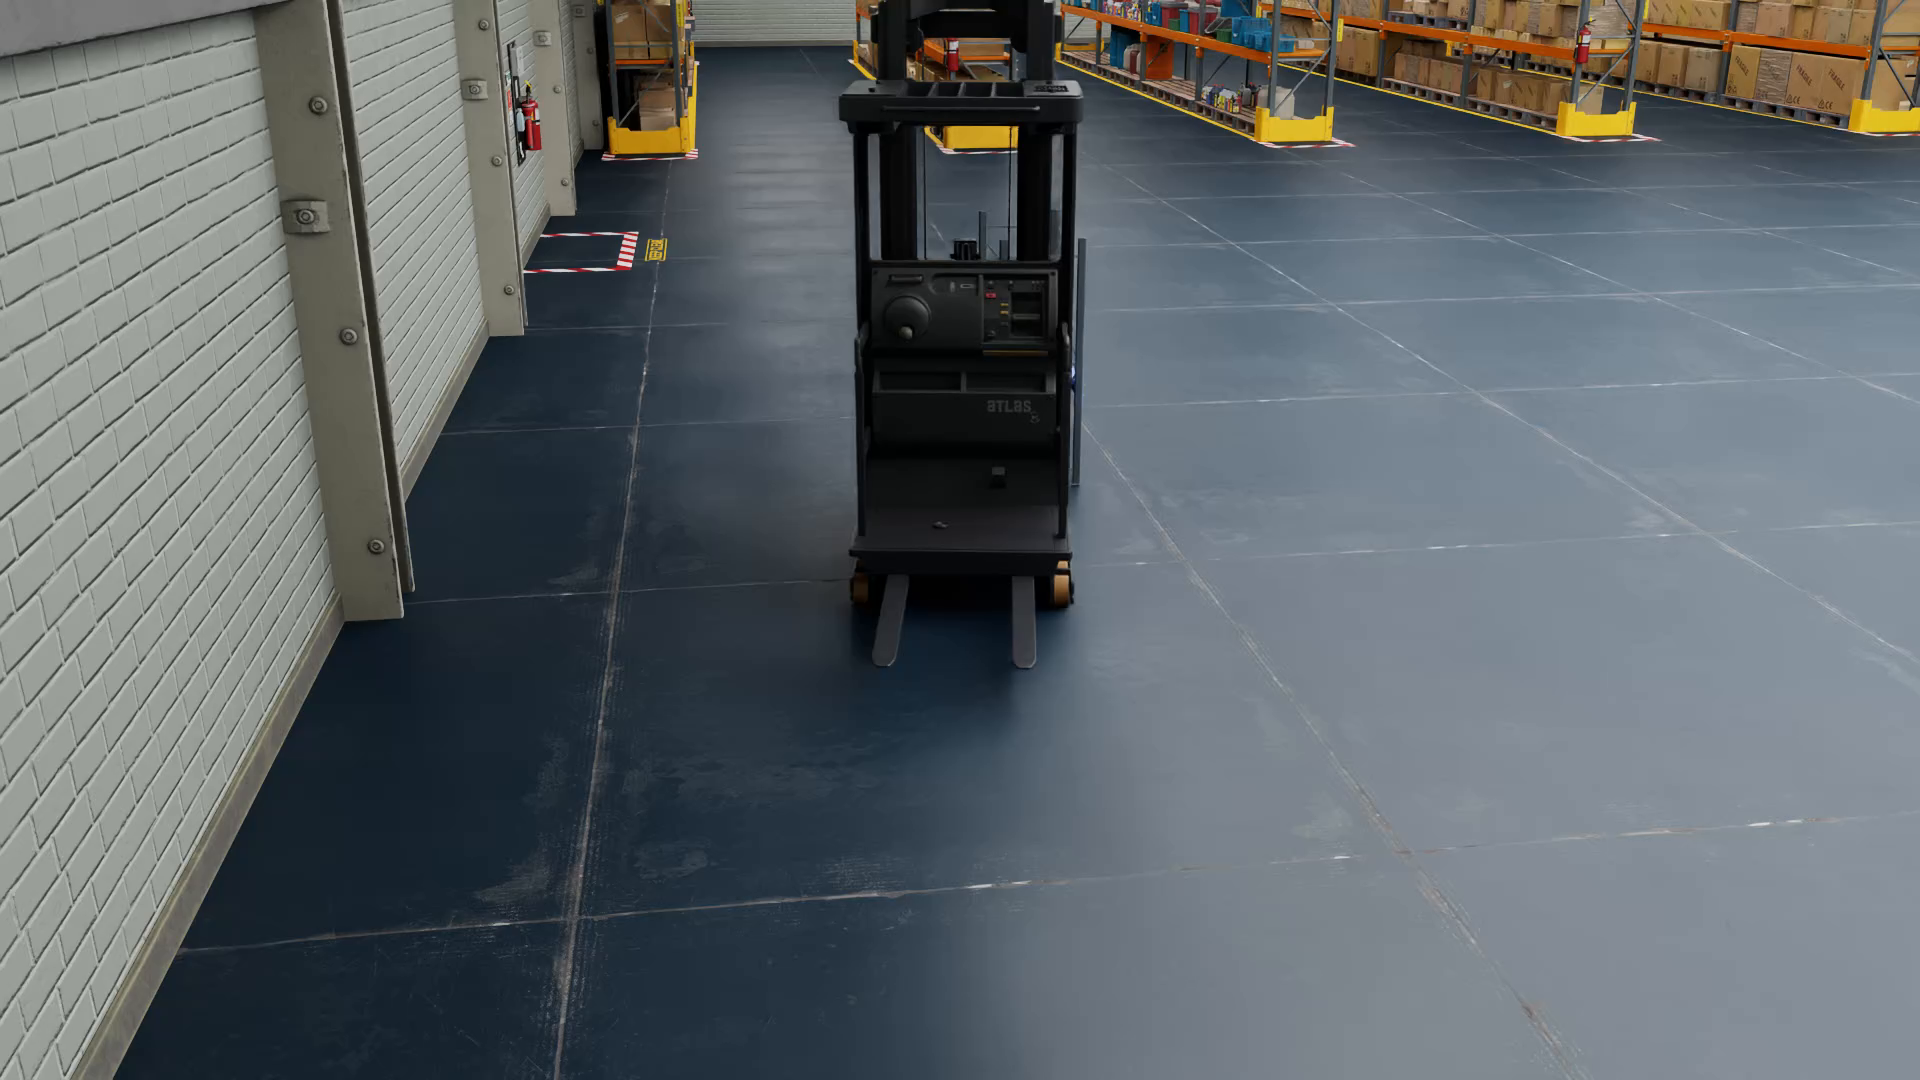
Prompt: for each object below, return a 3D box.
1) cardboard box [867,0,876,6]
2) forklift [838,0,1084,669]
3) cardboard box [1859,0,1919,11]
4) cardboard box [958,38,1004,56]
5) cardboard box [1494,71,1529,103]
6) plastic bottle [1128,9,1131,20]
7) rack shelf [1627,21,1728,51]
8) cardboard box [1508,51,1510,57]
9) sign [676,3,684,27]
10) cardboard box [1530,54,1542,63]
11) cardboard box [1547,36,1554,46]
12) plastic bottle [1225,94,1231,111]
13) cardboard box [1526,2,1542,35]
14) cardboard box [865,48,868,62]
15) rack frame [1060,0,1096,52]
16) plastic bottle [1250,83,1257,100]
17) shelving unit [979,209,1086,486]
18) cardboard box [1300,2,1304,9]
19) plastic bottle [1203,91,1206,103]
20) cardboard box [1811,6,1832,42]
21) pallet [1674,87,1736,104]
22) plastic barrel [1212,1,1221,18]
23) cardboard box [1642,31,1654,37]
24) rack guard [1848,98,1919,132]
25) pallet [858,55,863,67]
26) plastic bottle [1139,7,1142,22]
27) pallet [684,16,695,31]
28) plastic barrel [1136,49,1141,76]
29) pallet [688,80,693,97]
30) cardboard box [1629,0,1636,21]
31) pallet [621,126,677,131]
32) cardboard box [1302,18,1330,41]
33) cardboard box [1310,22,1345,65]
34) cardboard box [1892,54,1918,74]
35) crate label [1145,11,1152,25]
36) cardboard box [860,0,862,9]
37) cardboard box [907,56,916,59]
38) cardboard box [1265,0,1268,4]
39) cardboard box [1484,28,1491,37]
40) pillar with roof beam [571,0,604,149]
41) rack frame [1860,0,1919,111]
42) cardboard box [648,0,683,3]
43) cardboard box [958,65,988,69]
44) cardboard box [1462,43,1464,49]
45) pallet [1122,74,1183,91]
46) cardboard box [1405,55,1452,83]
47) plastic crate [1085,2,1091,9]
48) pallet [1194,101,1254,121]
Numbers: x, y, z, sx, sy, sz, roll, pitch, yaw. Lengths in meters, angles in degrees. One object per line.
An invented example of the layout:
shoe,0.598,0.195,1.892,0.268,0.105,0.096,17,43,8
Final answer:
cardboard box,-1.547,-11.589,35.215,0.700,0.500,0.500,-10,23,-26
forklift,0.017,-1.150,8.105,1.130,2.935,3.031,1,20,2
cardboard box,15.047,-8.786,26.696,0.875,0.550,0.550,-3,21,-8
cardboard box,0.281,-7.575,25.068,0.700,0.500,0.500,-3,21,-8
cardboard box,9.671,-7.937,29.151,0.500,0.500,0.500,4,21,9
plastic bottle,3.489,-10.733,33.950,0.097,0.201,0.097,0,20,0
rack shelf,14.197,-9.820,32.250,1.077,0.370,4.000,-3,21,-8
cardboard box,12.984,-11.308,38.681,0.380,0.149,0.250,-2,21,-6
sign,-4.028,-7.548,23.901,0.100,0.325,0.005,-3,21,-8
cardboard box,13.176,-10.991,37.329,0.500,0.500,0.500,-2,21,-6
cardboard box,9.751,-8.093,26.956,0.380,0.149,0.250,-3,21,-8
plastic bottle,4.510,-7.295,27.726,0.152,0.276,0.135,-3,21,-9
cardboard box,9.867,-8.585,27.346,0.875,0.500,0.500,-3,21,-8
cardboard box,-1.865,-10.910,37.354,0.500,0.311,0.500,-3,21,-8
rack frame,2.932,-13.154,40.149,1.000,3.000,0.127,-3,21,-8
plastic bottle,5.067,-7.690,28.675,0.144,0.351,0.185,-4,21,-10
shelving unit,0.424,-1.206,10.300,0.538,1.500,1.048,-2,21,-6
cardboard box,7.967,-12.169,37.869,0.380,0.149,0.250,-3,21,-9
plastic bottle,4.288,-7.727,28.989,0.097,0.201,0.097,0,20,0
cardboard box,14.907,-8.666,27.916,0.875,0.550,0.550,-3,21,-8
pallet,14.300,-8.422,31.463,1.003,0.211,1.213,-3,21,-8
plastic barrel,4.741,-9.406,29.917,0.433,0.535,0.433,0,20,0
cardboard box,17.834,-12.677,41.932,0.875,0.438,0.875,-4,21,-10
rack guard,15.066,-6.900,26.977,1.175,0.500,0.348,-3,21,-8
pallet,-1.844,-11.297,39.162,1.003,0.211,1.213,-3,21,-8
plastic bottle,3.605,-10.448,33.071,0.061,0.283,0.133,-3,21,-8
pallet,-5.510,-9.554,30.782,1.213,0.211,1.003,-3,21,-8
plastic barrel,3.828,-9.775,34.057,0.421,0.512,0.421,0,20,0
pallet,-5.758,-8.855,32.624,1.003,0.211,1.213,-3,21,-8
cardboard box,13.707,-10.727,33.508,0.500,0.500,0.500,-3,21,-7
pallet,-4.658,-6.118,25.295,1.003,0.211,1.213,-3,21,-8
cardboard box,8.394,-11.453,38.031,0.875,0.875,0.875,-3,21,-8
cardboard box,8.522,-11.000,36.817,1.225,0.875,0.875,-3,21,-8
cardboard box,17.612,-8.833,31.068,0.500,0.500,0.500,-3,21,-8
crate label,3.775,-10.141,32.321,0.303,0.233,0.416,-3,21,-8
cardboard box,-2.018,-12.433,38.076,0.500,0.500,0.500,-3,21,-8
cardboard box,-1.032,-9.111,31.852,0.500,0.311,0.500,-2,21,-6
cardboard box,7.596,-13.058,40.250,0.380,0.149,0.250,-3,21,-9
cardboard box,9.383,-8.870,29.036,0.380,0.149,0.250,-3,21,-8
pillar with roof beam,-1.262,-10.341,24.043,9.100,9.000,0.400,-3,21,-8
rack frame,15.062,-8.080,26.562,1.000,3.000,0.127,-3,21,-8
cardboard box,-4.553,-8.115,25.770,0.500,0.500,0.500,-2,21,-6
cardboard box,0.179,-7.515,27.307,0.500,0.500,0.500,-3,21,-8
cardboard box,12.633,-12.197,41.059,0.380,0.149,0.250,-3,21,-8
pallet,3.930,-9.349,33.946,1.003,0.211,1.213,-3,21,-8
cardboard box,9.195,-9.247,32.631,0.700,0.500,0.500,-5,21,-12
plastic crate,3.081,-12.043,37.480,0.437,0.125,0.590,-3,21,-8
pallet,4.717,-7.459,28.884,1.003,0.211,1.213,-3,21,-8
